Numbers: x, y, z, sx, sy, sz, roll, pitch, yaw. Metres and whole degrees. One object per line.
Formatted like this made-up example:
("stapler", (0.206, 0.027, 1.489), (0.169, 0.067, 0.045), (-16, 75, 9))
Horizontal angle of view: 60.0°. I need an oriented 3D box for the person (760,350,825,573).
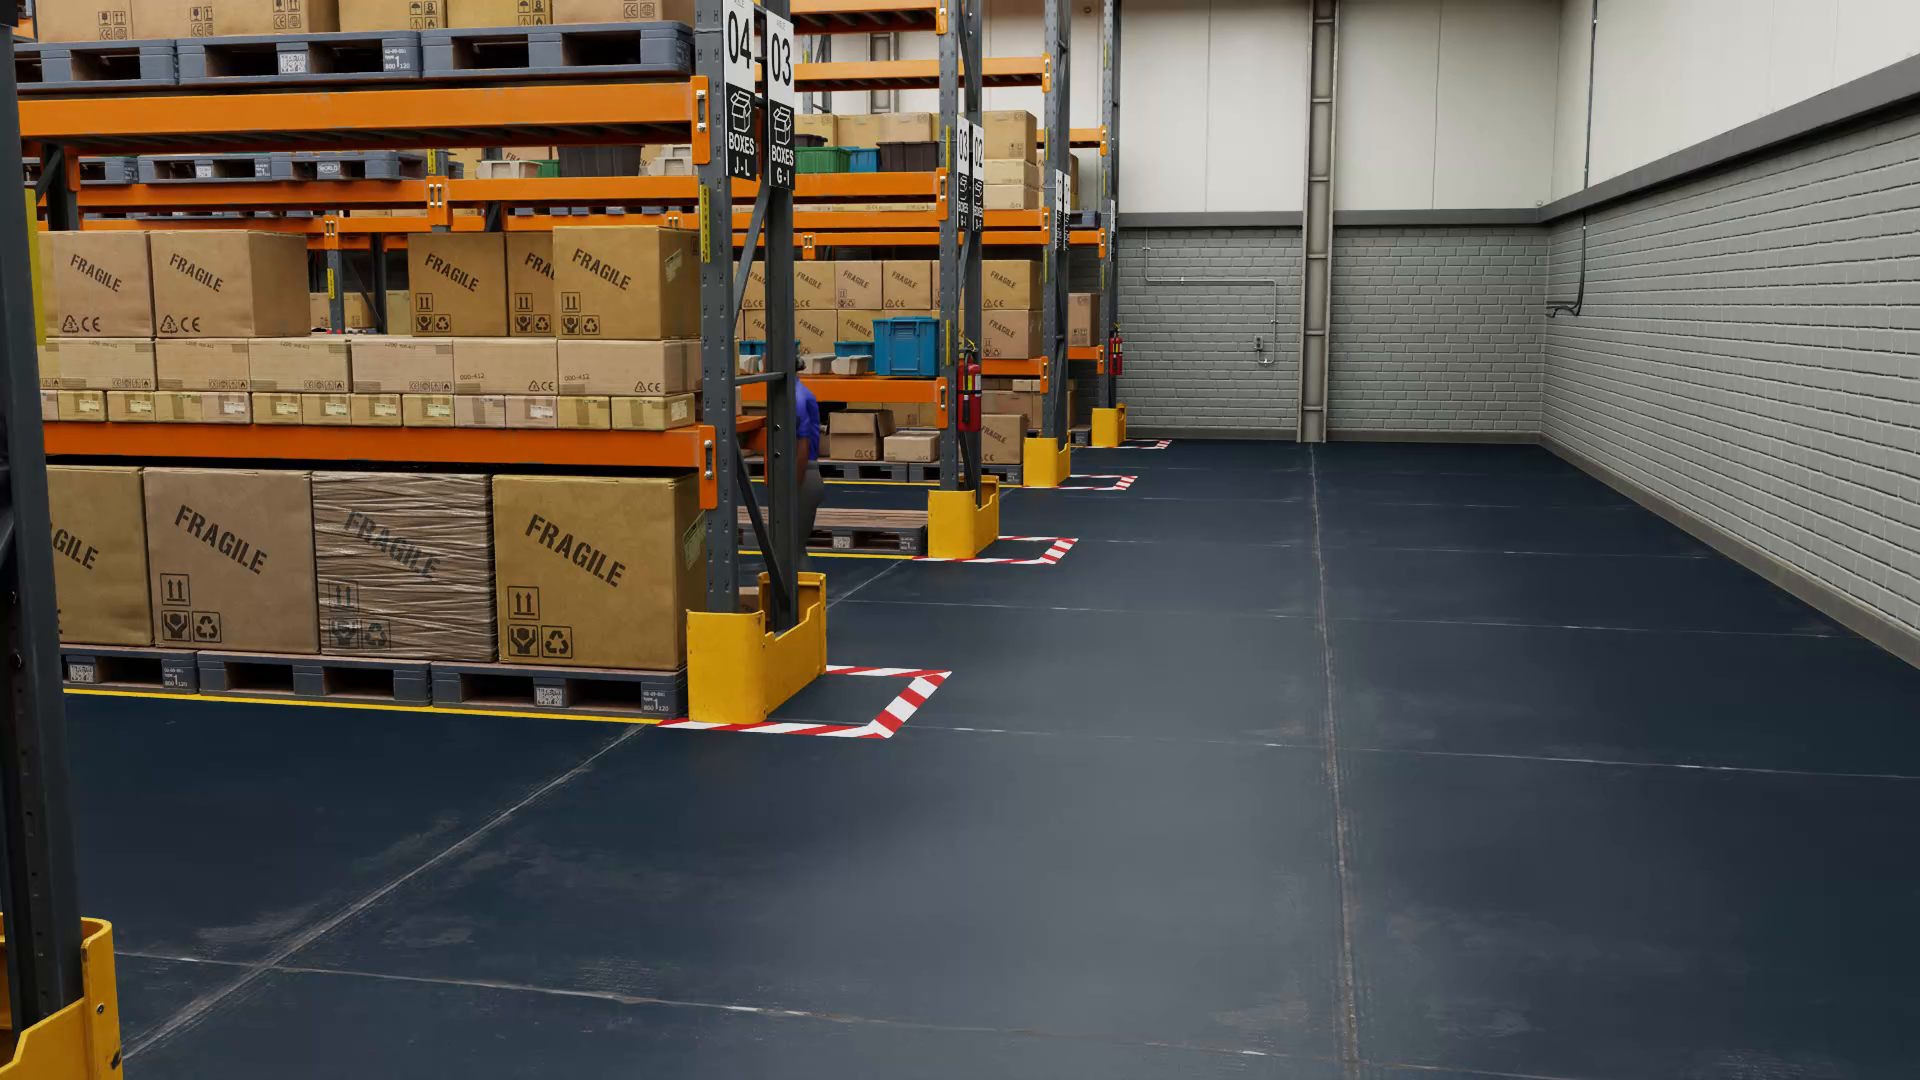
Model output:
("person", (-0.938, -0.288, 9.377), (0.349, 1.653, 0.520), (-1, 8, -5))
